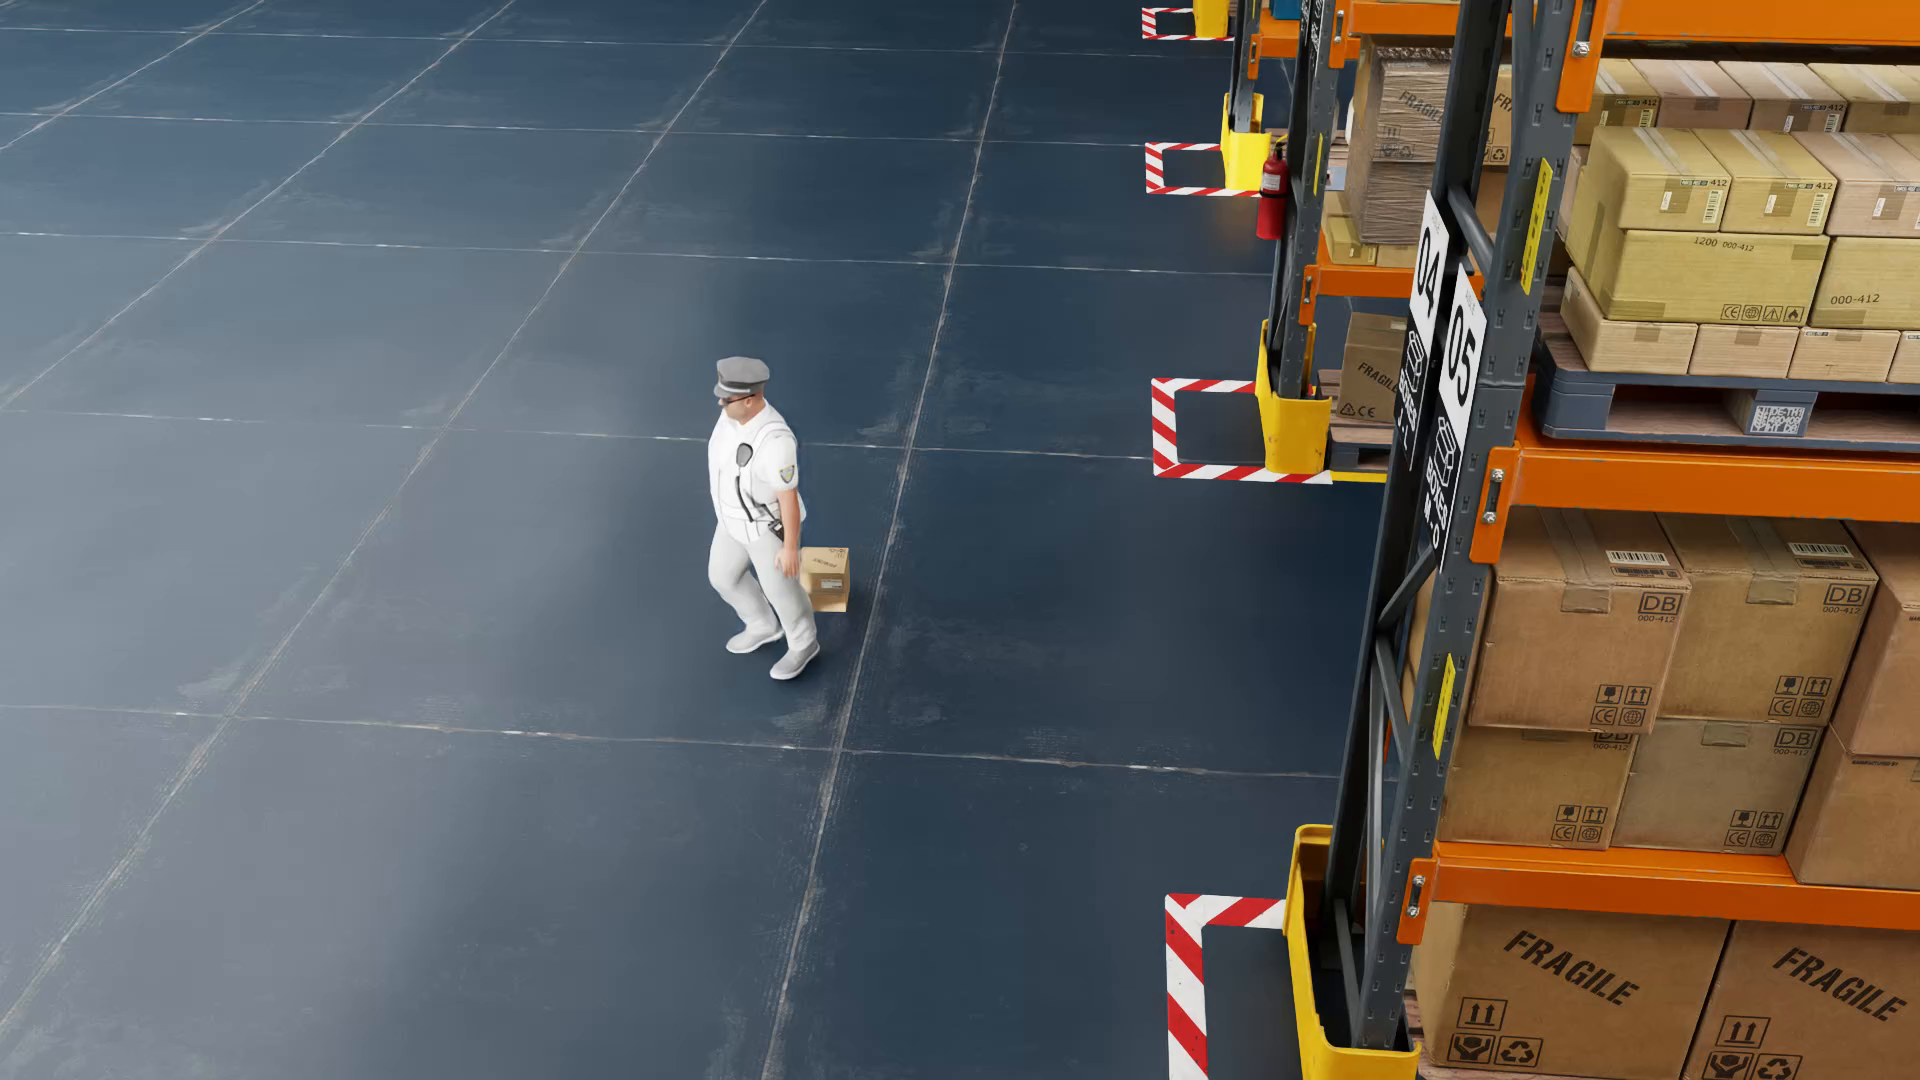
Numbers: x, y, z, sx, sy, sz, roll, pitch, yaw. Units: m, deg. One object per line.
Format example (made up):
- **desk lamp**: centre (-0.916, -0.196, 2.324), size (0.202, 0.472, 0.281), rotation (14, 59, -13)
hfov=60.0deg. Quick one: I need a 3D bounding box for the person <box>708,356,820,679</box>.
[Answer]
- **person**: centre (-0.957, -0.091, 7.991), size (0.473, 1.763, 0.633), rotation (-24, 39, -33)
